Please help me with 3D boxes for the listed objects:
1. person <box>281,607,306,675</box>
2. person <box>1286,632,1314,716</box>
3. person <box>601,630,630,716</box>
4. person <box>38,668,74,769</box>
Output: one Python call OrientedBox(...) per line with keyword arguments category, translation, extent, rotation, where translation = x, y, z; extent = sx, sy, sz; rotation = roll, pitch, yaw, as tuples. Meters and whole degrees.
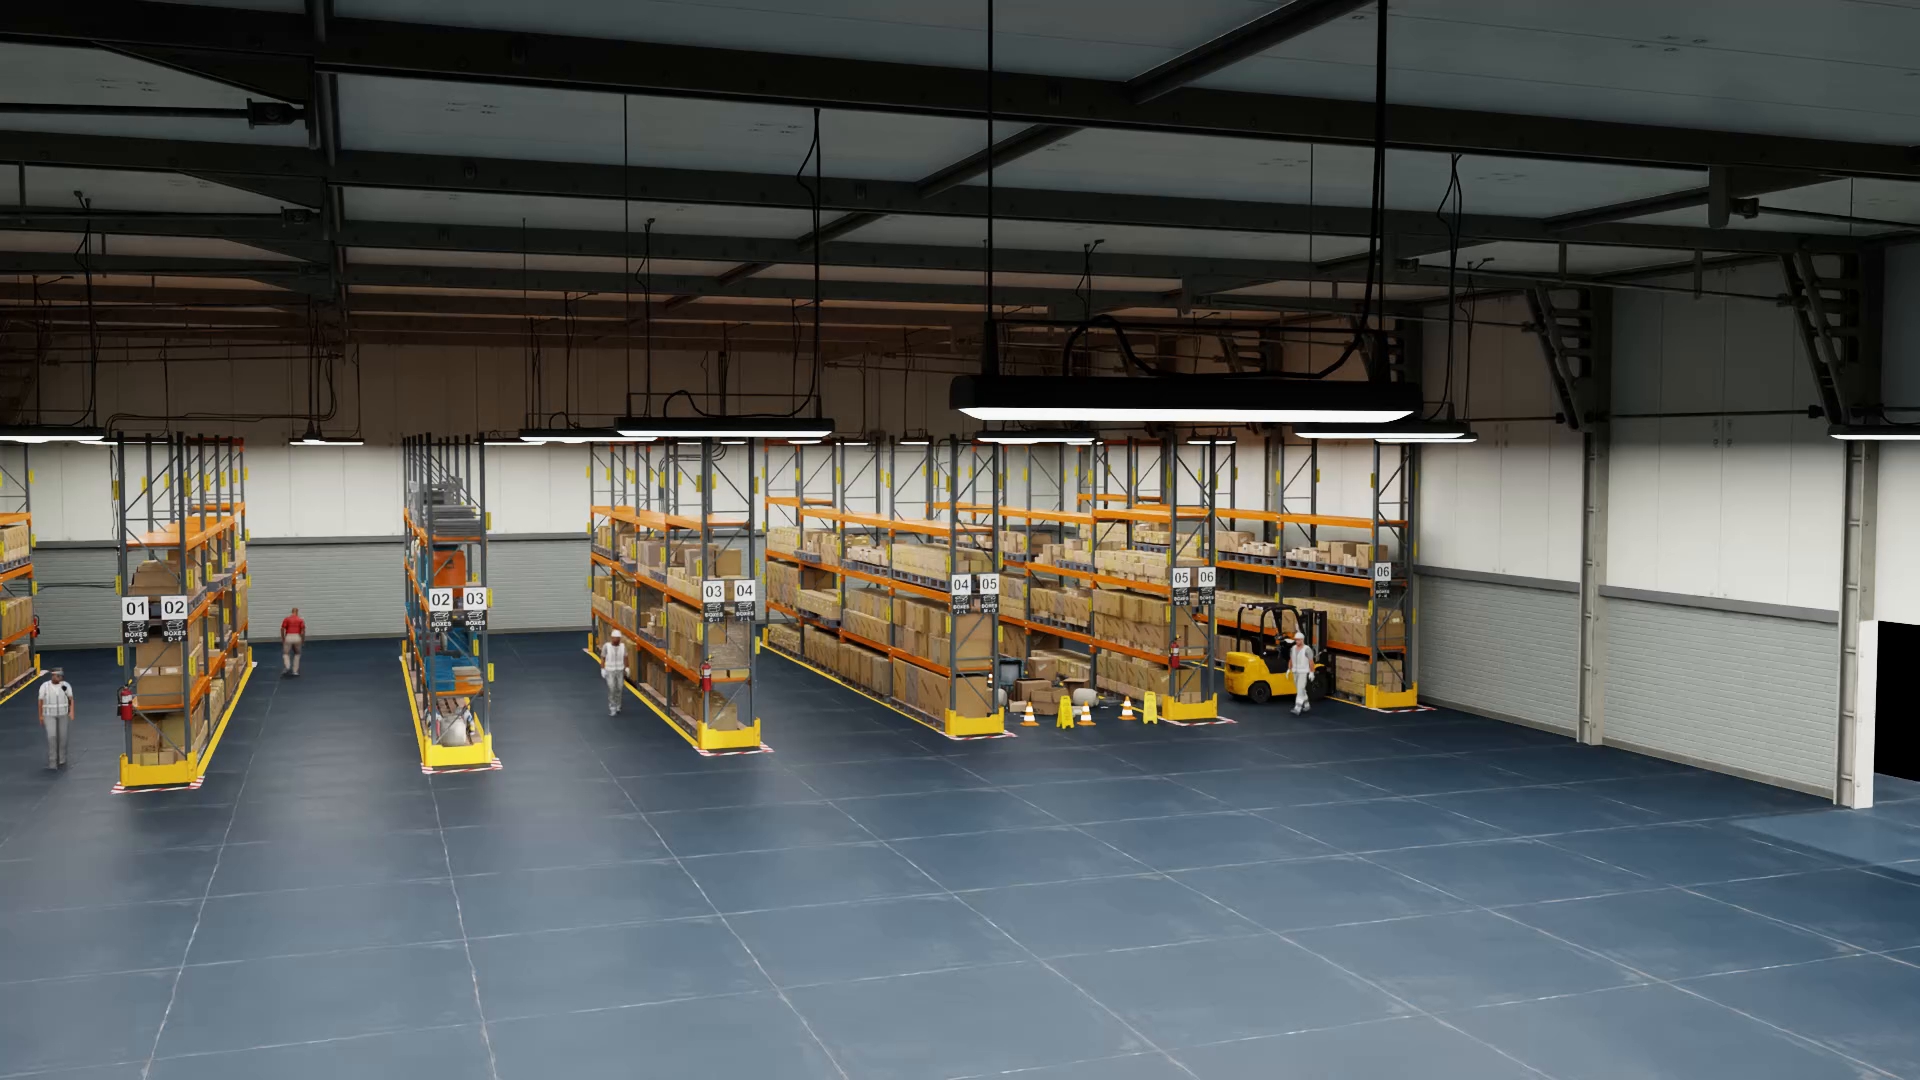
OrientedBox(category="person", translation=(-16.776, 2.559, 41.838), extent=(0.594, 1.699, 0.656), rotation=(-1, 3, -18))
OrientedBox(category="person", translation=(7.280, 2.863, 35.749), extent=(0.919, 1.759, 0.524), rotation=(-2, 4, -38))
OrientedBox(category="person", translation=(-7.405, 2.857, 35.863), extent=(0.578, 1.806, 0.666), rotation=(-2, 4, -29))
OrientedBox(category="person", translation=(-16.244, 3.203, 29.966), extent=(0.558, 1.783, 0.681), rotation=(-3, 4, -41))
